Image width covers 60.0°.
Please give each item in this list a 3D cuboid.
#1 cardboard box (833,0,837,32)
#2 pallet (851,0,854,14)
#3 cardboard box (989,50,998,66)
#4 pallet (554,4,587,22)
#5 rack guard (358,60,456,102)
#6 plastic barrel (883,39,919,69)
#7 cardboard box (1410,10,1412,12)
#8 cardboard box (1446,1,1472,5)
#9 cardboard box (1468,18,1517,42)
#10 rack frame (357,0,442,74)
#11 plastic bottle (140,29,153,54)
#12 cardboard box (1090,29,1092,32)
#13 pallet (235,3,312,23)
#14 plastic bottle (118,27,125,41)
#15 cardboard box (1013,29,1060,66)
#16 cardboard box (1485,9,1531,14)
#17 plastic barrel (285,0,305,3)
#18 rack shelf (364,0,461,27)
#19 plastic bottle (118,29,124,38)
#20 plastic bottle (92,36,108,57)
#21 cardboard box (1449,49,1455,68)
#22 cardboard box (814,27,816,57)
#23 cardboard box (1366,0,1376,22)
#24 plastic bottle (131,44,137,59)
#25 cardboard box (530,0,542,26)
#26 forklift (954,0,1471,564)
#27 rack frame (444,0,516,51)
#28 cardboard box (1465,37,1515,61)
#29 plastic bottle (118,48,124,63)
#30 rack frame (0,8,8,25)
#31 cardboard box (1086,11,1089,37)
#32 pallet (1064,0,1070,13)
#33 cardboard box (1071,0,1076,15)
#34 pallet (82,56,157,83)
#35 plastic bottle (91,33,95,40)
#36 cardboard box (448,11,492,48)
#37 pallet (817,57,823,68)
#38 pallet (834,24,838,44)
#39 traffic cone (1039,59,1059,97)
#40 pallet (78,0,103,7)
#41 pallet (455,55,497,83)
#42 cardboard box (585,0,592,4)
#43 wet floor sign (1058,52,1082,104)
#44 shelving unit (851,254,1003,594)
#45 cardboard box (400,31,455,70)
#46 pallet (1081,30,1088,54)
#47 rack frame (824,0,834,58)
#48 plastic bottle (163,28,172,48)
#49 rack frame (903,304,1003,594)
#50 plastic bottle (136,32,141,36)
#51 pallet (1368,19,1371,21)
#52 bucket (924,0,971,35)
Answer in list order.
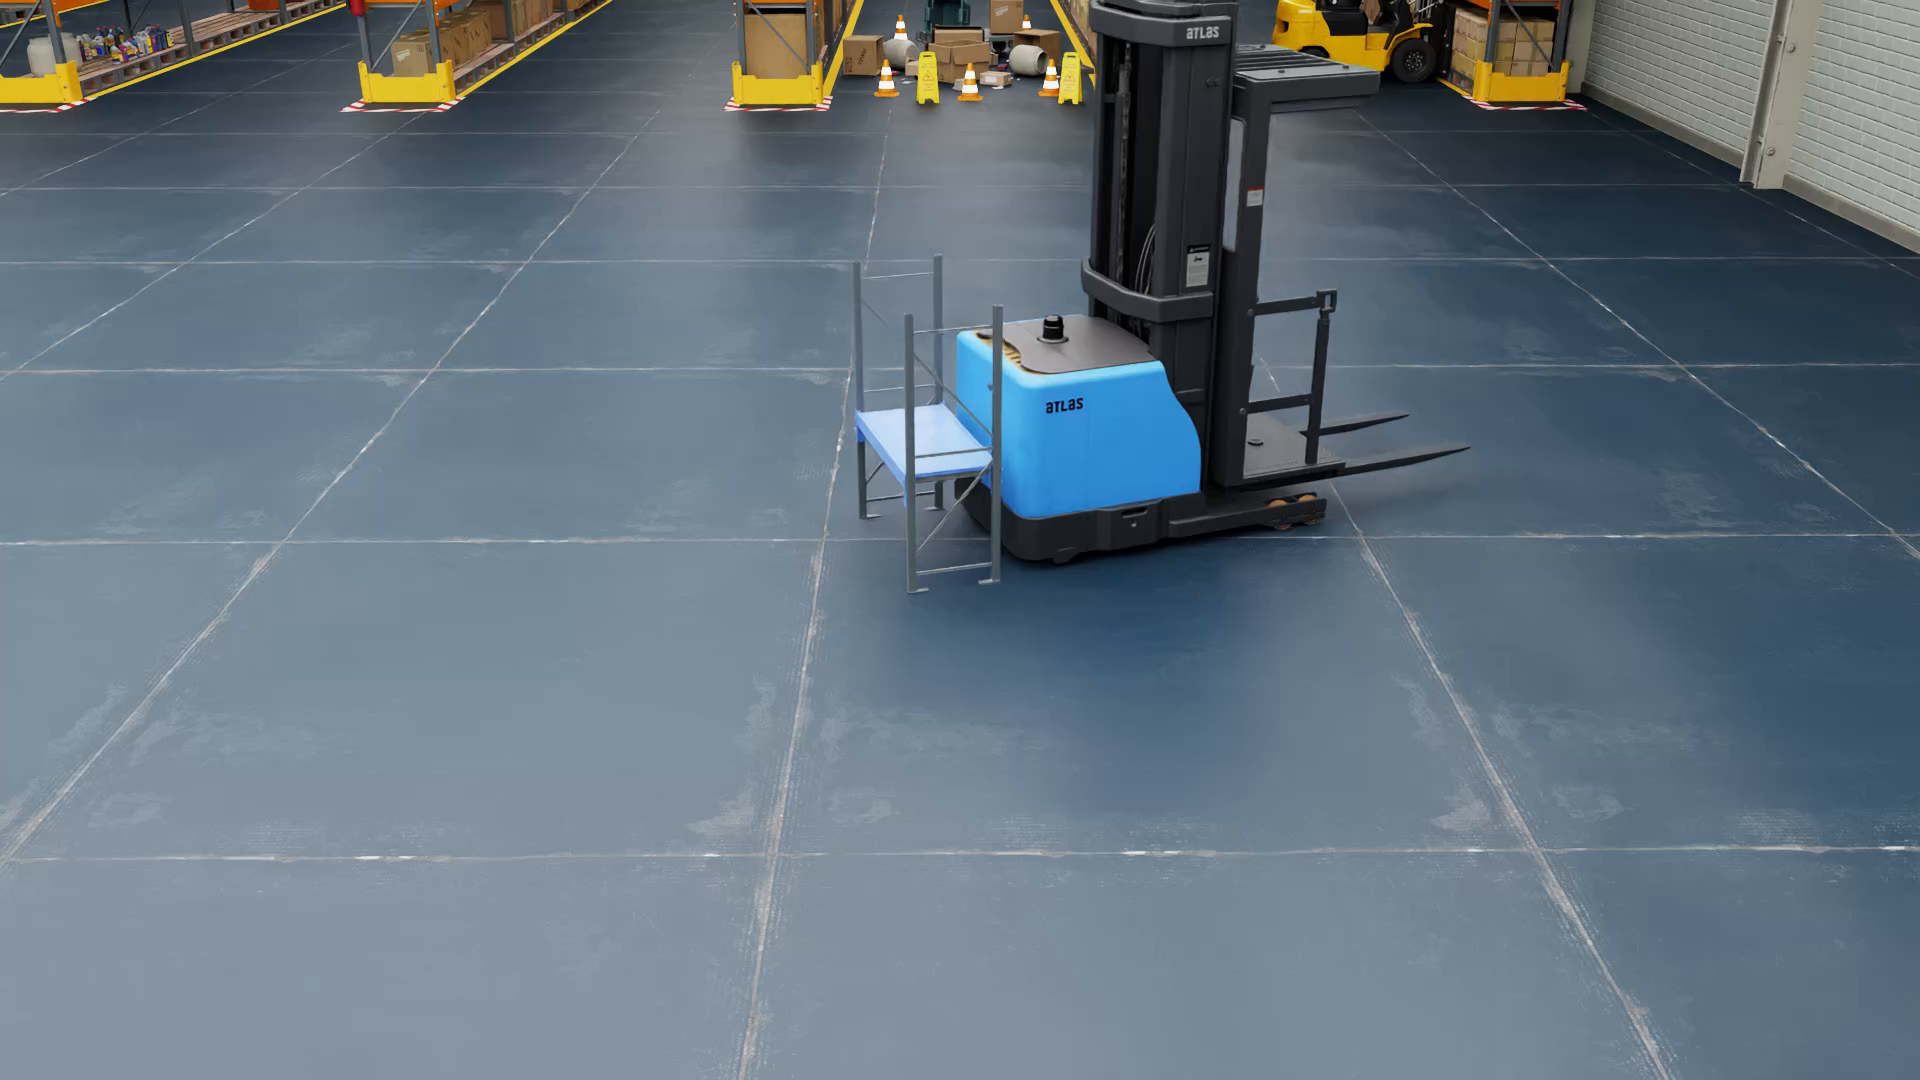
[{"bbox_3d":[-2.558,-8.680,27.022,1.050,0.750,0.750,0,24,-1],"label":"cardboard box"},{"bbox_3d":[-2.516,-10.062,31.241,1.003,0.211,1.213,0,24,-1],"label":"pallet"},{"bbox_3d":[0.357,-7.334,25.143,0.258,0.266,0.396,-19,31,-36],"label":"cardboard box"},{"bbox_3d":[-7.392,-9.583,30.182,1.003,0.211,1.213,0,24,-1],"label":"pallet"},{"bbox_3d":[-7.373,-6.124,22.184,1.175,0.500,0.348,0,24,-1],"label":"rack guard"},{"bbox_3d":[-0.908,-7.226,24.714,0.512,0.421,0.421,19,30,35],"label":"plastic barrel"},{"bbox_3d":[7.154,-7.914,25.329,0.500,0.250,0.500,0,24,-1],"label":"cardboard box"},{"bbox_3d":[7.161,-7.726,24.307,0.500,0.250,0.500,1,24,1],"label":"cardboard box"},{"bbox_3d":[7.184,-6.883,22.442,0.500,0.250,0.500,1,24,1],"label":"cardboard box"},{"bbox_3d":[-7.372,-7.232,21.600,1.000,3.000,0.127,0,24,-1],"label":"rack frame"},{"bbox_3d":[-12.067,-7.375,24.597,0.144,0.351,0.185,0,24,-1],"label":"plastic bottle"},{"bbox_3d":[2.230,-7.961,25.128,0.500,0.500,0.500,1,24,2],"label":"cardboard box"},{"bbox_3d":[-12.462,-9.560,30.132,1.003,0.211,1.213,0,24,-1],"label":"pallet"},{"bbox_3d":[-12.803,-7.682,25.372,0.097,0.271,0.097,0,24,0],"label":"plastic bottle"},{"bbox_3d":[1.145,-7.339,24.868,0.500,0.500,0.500,19,30,35],"label":"cardboard box"},{"bbox_3d":[7.681,-7.305,23.376,0.500,0.250,0.500,0,24,-1],"label":"cardboard box"},{"bbox_3d":[-12.446,-10.266,30.724,0.600,0.588,0.708,0,24,-1],"label":"plastic barrel"},{"bbox_3d":[-7.394,-7.728,23.570,1.077,0.370,4.000,0,24,-1],"label":"rack shelf"},{"bbox_3d":[-12.666,-7.555,25.077,0.061,0.283,0.133,0,24,-1],"label":"plastic bottle"},{"bbox_3d":[-12.620,-7.241,24.391,0.152,0.276,0.135,0,24,-1],"label":"plastic bottle"},{"bbox_3d":[7.188,-6.842,23.565,0.500,0.250,0.500,0,24,0],"label":"cardboard box"},{"bbox_3d":[-2.496,-7.077,23.327,0.875,0.875,0.875,-1,24,-1],"label":"cardboard box"},{"bbox_3d":[7.422,-9.180,28.279,0.875,0.625,0.625,1,24,1],"label":"cardboard box"},{"bbox_3d":[-12.039,-7.107,24.185,0.097,0.201,0.097,0,24,0],"label":"plastic bottle"},{"bbox_3d":[-7.400,-8.852,27.681,0.700,0.500,0.500,2,24,4],"label":"cardboard box"},{"bbox_3d":[1.534,-1.583,9.194,3.031,2.935,1.130,-10,26,-20],"label":"forklift"},{"bbox_3d":[-7.415,-8.880,25.244,1.000,3.000,0.127,0,24,-1],"label":"rack frame"},{"bbox_3d":[7.183,-6.666,22.569,0.500,0.250,0.500,-1,24,-1],"label":"cardboard box"},{"bbox_3d":[-12.034,-6.926,23.786,0.097,0.201,0.097,0,24,0],"label":"plastic bottle"},{"bbox_3d":[-17.365,-10.485,28.794,1.000,3.000,0.127,0,24,-1],"label":"rack frame"},{"bbox_3d":[2.486,-8.135,26.276,0.950,0.372,0.625,0,24,0],"label":"cardboard box"},{"bbox_3d":[2.507,-10.129,31.390,1.003,0.211,1.213,0,24,-1],"label":"pallet"},{"bbox_3d":[2.446,-9.334,28.927,0.950,0.372,0.625,-2,24,-4],"label":"cardboard box"},{"bbox_3d":[-12.386,-6.806,24.043,1.003,0.211,1.213,0,24,-1],"label":"pallet"},{"bbox_3d":[-12.812,-7.340,24.602,0.061,0.283,0.133,1,24,2],"label":"plastic bottle"},{"bbox_3d":[-7.451,-7.768,25.308,0.500,0.500,0.500,-1,24,-2],"label":"cardboard box"},{"bbox_3d":[-2.508,-6.773,23.968,1.003,0.211,1.213,0,24,-1],"label":"pallet"},{"bbox_3d":[-2.555,-8.412,27.593,1.003,0.211,1.213,0,24,-1],"label":"pallet"},{"bbox_3d":[1.243,-6.292,22.600,0.336,0.463,0.334,0,24,-1],"label":"traffic cone"},{"bbox_3d":[-17.362,-10.528,32.272,1.003,0.211,1.213,0,24,-1],"label":"pallet"},{"bbox_3d":[-7.357,-6.829,24.093,1.003,0.211,1.213,0,24,-1],"label":"pallet"},{"bbox_3d":[-7.448,-10.403,30.681,1.225,0.875,0.875,0,24,0],"label":"cardboard box"},{"bbox_3d":[1.470,-6.121,22.000,0.267,0.644,0.232,8,26,18],"label":"wet floor sign"},{"bbox_3d":[-0.186,-0.638,8.840,0.538,1.500,1.048,-7,25,-16],"label":"shelving unit"},{"bbox_3d":[-7.403,-6.788,23.142,0.500,0.500,0.500,6,25,13],"label":"cardboard box"},{"bbox_3d":[2.484,-7.975,26.627,1.003,0.211,1.213,0,24,-1],"label":"pallet"},{"bbox_3d":[-2.455,-8.861,25.202,1.000,3.000,0.127,0,24,-1],"label":"rack frame"},{"bbox_3d":[-12.033,-7.624,25.229,0.061,0.283,0.133,1,24,2],"label":"plastic bottle"},{"bbox_3d":[-0.032,-0.438,8.399,0.500,1.500,0.032,-7,25,-16],"label":"rack frame"},{"bbox_3d":[-12.219,-7.463,24.883,0.152,0.276,0.135,0,24,-1],"label":"plastic bottle"},{"bbox_3d":[7.384,-8.987,28.864,1.003,0.211,1.213,0,24,-1],"label":"pallet"},{"bbox_3d":[-0.148,-8.016,25.462,0.726,0.611,0.620,8,16,18],"label":"bucket"}]
